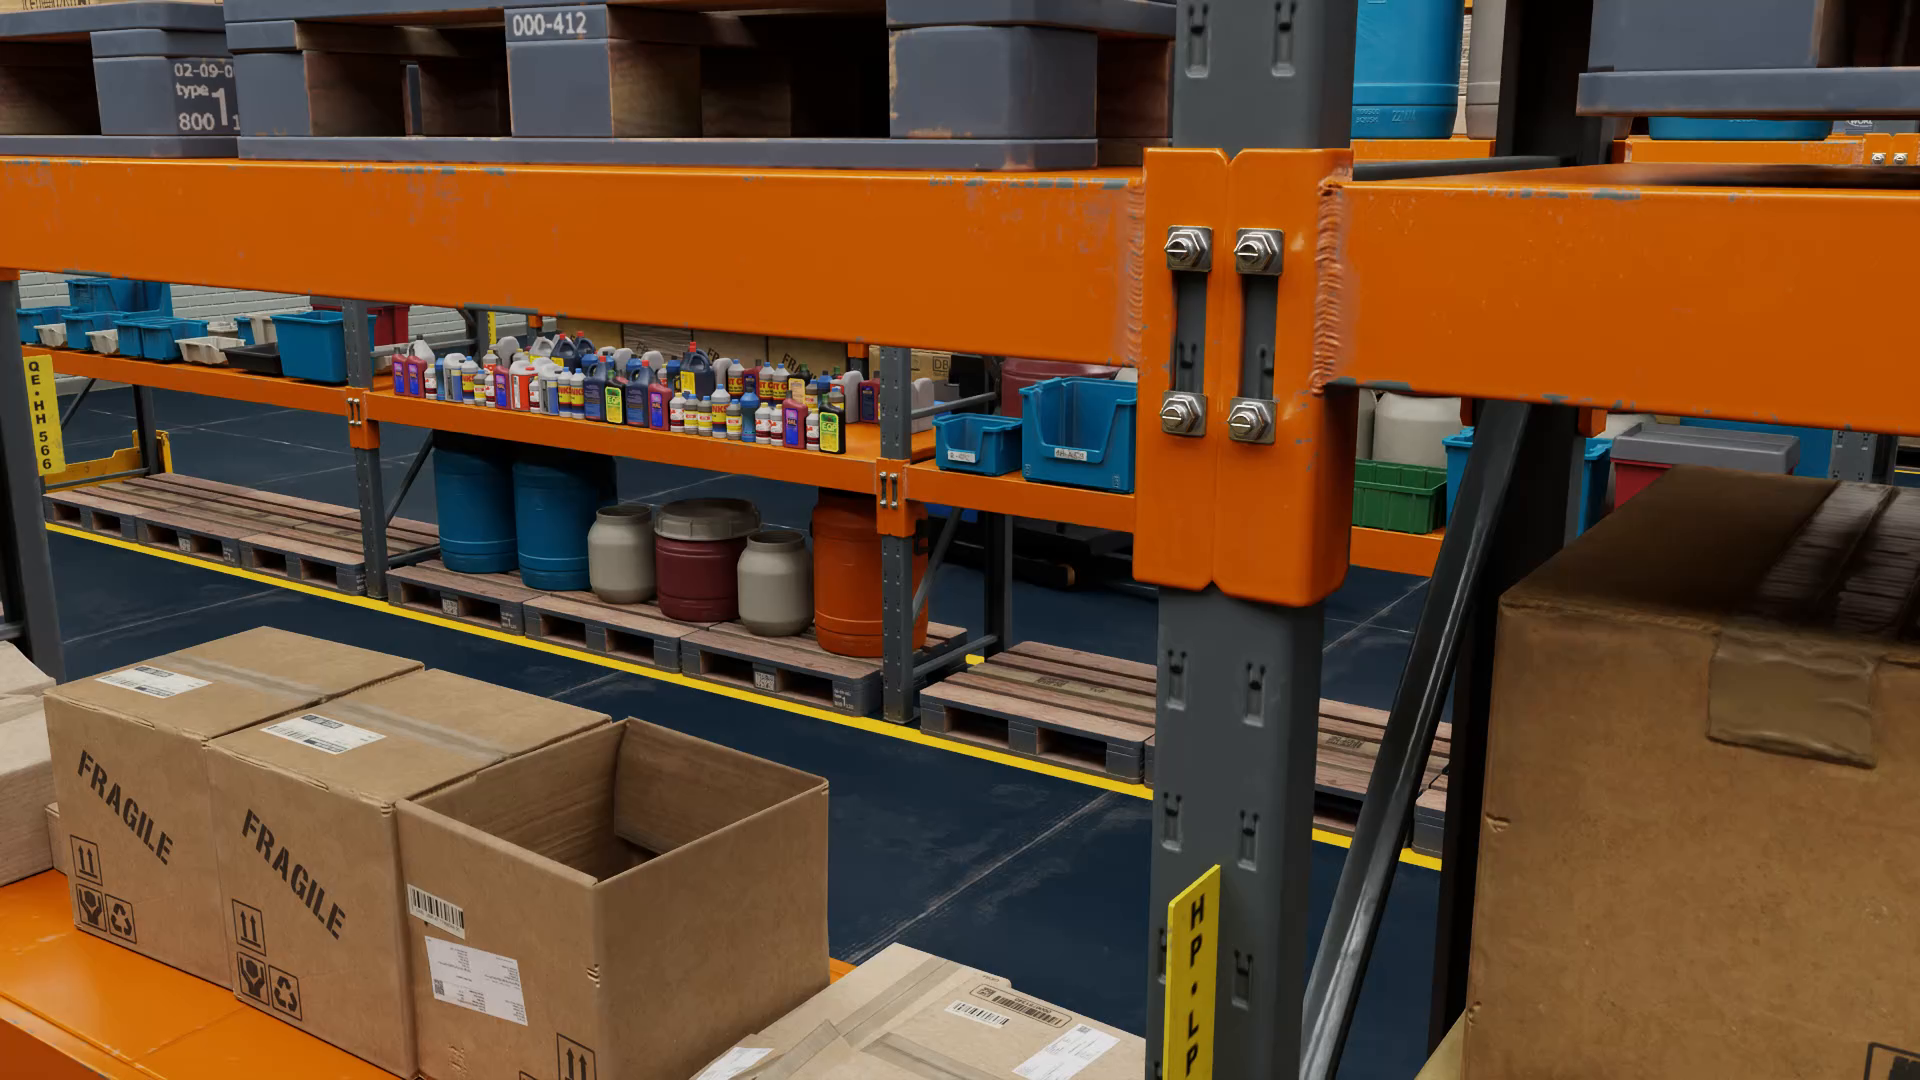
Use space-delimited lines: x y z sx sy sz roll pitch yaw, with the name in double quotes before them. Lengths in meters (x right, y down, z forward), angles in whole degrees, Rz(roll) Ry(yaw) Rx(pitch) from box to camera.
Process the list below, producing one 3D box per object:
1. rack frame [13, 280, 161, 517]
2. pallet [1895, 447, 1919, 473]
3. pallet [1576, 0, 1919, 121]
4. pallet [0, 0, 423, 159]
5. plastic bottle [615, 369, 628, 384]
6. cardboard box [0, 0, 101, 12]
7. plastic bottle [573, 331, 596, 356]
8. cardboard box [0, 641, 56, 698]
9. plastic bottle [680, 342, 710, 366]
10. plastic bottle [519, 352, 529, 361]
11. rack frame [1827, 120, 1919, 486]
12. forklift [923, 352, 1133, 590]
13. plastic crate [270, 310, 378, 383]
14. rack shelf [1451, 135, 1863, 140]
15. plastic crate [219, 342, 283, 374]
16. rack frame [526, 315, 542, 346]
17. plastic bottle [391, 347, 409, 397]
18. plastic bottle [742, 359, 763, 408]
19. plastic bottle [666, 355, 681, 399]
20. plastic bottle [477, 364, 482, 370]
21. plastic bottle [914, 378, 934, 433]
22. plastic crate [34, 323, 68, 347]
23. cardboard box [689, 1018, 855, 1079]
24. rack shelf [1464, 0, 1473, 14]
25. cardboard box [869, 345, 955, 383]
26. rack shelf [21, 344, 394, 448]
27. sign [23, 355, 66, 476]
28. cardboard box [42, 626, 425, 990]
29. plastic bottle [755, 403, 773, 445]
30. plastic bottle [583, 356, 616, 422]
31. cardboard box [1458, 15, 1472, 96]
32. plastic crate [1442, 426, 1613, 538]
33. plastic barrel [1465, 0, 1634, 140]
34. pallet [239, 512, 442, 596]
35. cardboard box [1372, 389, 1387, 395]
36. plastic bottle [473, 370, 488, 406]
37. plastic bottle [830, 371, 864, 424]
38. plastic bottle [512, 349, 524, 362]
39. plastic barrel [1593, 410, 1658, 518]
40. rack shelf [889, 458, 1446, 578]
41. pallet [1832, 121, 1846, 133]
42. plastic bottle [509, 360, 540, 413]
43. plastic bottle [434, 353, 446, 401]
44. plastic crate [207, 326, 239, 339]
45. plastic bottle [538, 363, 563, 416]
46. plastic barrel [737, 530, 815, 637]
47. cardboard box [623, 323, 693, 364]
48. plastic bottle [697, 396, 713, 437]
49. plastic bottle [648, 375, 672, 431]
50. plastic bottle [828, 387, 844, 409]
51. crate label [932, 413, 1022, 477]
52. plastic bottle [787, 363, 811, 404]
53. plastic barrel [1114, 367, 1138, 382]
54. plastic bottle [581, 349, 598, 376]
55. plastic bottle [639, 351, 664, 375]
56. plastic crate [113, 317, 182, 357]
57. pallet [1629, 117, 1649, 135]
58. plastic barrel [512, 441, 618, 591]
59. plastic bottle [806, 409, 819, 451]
"rack frame" -6.688 -1.725 12.551 0.127 3.000 1.000 9 17 33
"pallet" 8.203 -0.814 14.672 1.213 0.211 1.003 9 17 33
"pallet" 1.224 -0.433 1.271 1.213 0.211 1.003 9 17 33
"pallet" -1.275 -0.807 2.992 1.213 0.211 1.003 10 17 35
"plastic bottle" -1.802 -0.773 8.947 0.133 0.283 0.061 9 17 33
"cardboard box" -1.496 -1.057 3.047 0.500 0.250 0.500 9 16 32
"plastic bottle" -2.270 -1.082 10.055 0.185 0.351 0.144 9 17 33
"cardboard box" -2.540 0.435 4.007 0.500 0.311 0.500 10 17 36
"plastic bottle" -1.510 -0.959 9.558 0.185 0.351 0.144 9 17 33
"plastic bottle" -2.673 -1.064 10.292 0.097 0.201 0.097 0 14 0
"rack frame" 3.269 -0.116 6.050 0.127 3.000 1.000 9 17 33
"forklift" 0.788 -1.249 10.767 3.031 2.935 1.130 13 19 42
"plastic crate" -3.947 -1.205 10.357 0.575 0.384 0.392 9 17 33
"rack shelf" 4.374 -2.479 10.849 4.000 0.370 1.077 9 17 33
"plastic crate" -4.448 -1.181 10.800 0.590 0.125 0.437 9 17 33
"rack frame" -3.924 -2.713 16.540 0.127 3.000 1.000 9 17 33
"plastic bottle" -3.303 -0.998 9.855 0.133 0.283 0.061 9 17 33
"plastic bottle" -1.162 -0.882 9.388 0.133 0.283 0.061 9 17 33
"plastic bottle" -1.648 -0.932 9.614 0.097 0.271 0.097 0 14 0
"plastic bottle" -2.840 -0.933 9.762 0.097 0.201 0.097 0 14 0
"plastic bottle" -0.229 -0.715 8.726 0.135 0.276 0.152 9 17 33
"plastic crate" -6.447 -1.468 11.936 0.298 0.136 0.250 9 17 33
"cardboard box" -0.331 0.855 2.407 0.258 0.266 0.396 9 16 31
"rack shelf" 3.907 -5.252 16.644 4.000 0.370 1.077 9 17 33
"cardboard box" -0.063 -1.267 14.247 0.875 0.875 1.225 9 17 33
"rack shelf" -5.029 -1.108 11.554 4.000 0.370 1.077 9 17 33
"sign" -2.511 -0.339 4.539 0.005 0.325 0.100 9 17 33
"cardboard box" -1.416 0.508 3.321 0.500 0.500 0.500 8 16 30
"plastic bottle" -0.982 -0.588 8.371 0.097 0.201 0.097 0 14 0
"plastic bottle" -1.945 -0.823 9.010 0.185 0.351 0.144 9 17 33
"cardboard box" 3.380 -3.204 11.034 0.500 0.500 0.500 9 17 33
"plastic crate" 2.180 -0.194 6.399 0.575 0.384 0.392 9 17 33
"plastic barrel" 2.183 -1.928 6.084 0.600 0.901 0.600 0 14 0
"pallet" -4.001 0.074 11.086 1.213 0.211 1.003 9 17 33
"cardboard box" 4.446 -1.712 16.827 0.500 0.500 0.500 10 17 35
"plastic bottle" -2.732 -0.871 9.514 0.097 0.201 0.097 0 14 0
"plastic bottle" -0.613 -0.777 8.977 0.135 0.276 0.152 9 17 33
"plastic bottle" -2.750 -1.094 10.414 0.097 0.201 0.097 0 14 0
"plastic barrel" 2.598 -0.354 6.728 0.433 0.535 0.433 0 14 0
"rack shelf" 1.610 -0.035 7.220 4.000 0.370 1.077 9 17 33
"pallet" 8.097 -3.555 14.099 1.217 0.209 0.805 8 16 31
"plastic bottle" -2.429 -0.867 9.339 0.135 0.276 0.152 9 17 33
"plastic bottle" -3.006 -0.949 9.684 0.097 0.271 0.097 0 14 0
"plastic crate" -5.177 -1.443 11.834 0.250 0.136 0.298 9 17 33
"plastic bottle" -2.237 -0.835 9.214 0.135 0.276 0.152 9 17 33
"plastic barrel" -0.984 0.231 8.950 0.421 0.512 0.421 0 14 0
"cardboard box" -2.593 -1.693 15.970 0.875 0.875 0.875 9 17 33
"plastic bottle" -1.305 -0.641 8.582 0.097 0.201 0.097 0 14 0
"plastic bottle" -1.572 -0.718 8.725 0.133 0.283 0.061 9 17 33
"plastic bottle" -0.667 -0.713 8.875 0.097 0.201 0.097 0 14 0
"crate label" 0.090 -0.440 7.707 0.416 0.233 0.303 9 17 33
"plastic bottle" -0.890 -0.838 9.211 0.133 0.283 0.061 9 17 33
"plastic barrel" 0.923 -0.611 7.818 0.421 0.512 0.421 0 14 0
"plastic bottle" -2.194 -0.994 9.864 0.097 0.271 0.097 0 14 0
"plastic bottle" -1.836 -0.975 9.776 0.135 0.276 0.152 9 17 33
"plastic crate" -5.575 -1.398 11.451 0.300 0.233 0.416 9 17 33
"pallet" 4.718 -2.711 10.681 1.003 0.211 1.213 9 17 33
"plastic barrel" -2.340 -0.203 9.893 0.708 0.901 0.600 9 17 33
"plastic bottle" -0.709 -0.544 8.193 0.097 0.201 0.097 0 14 0
